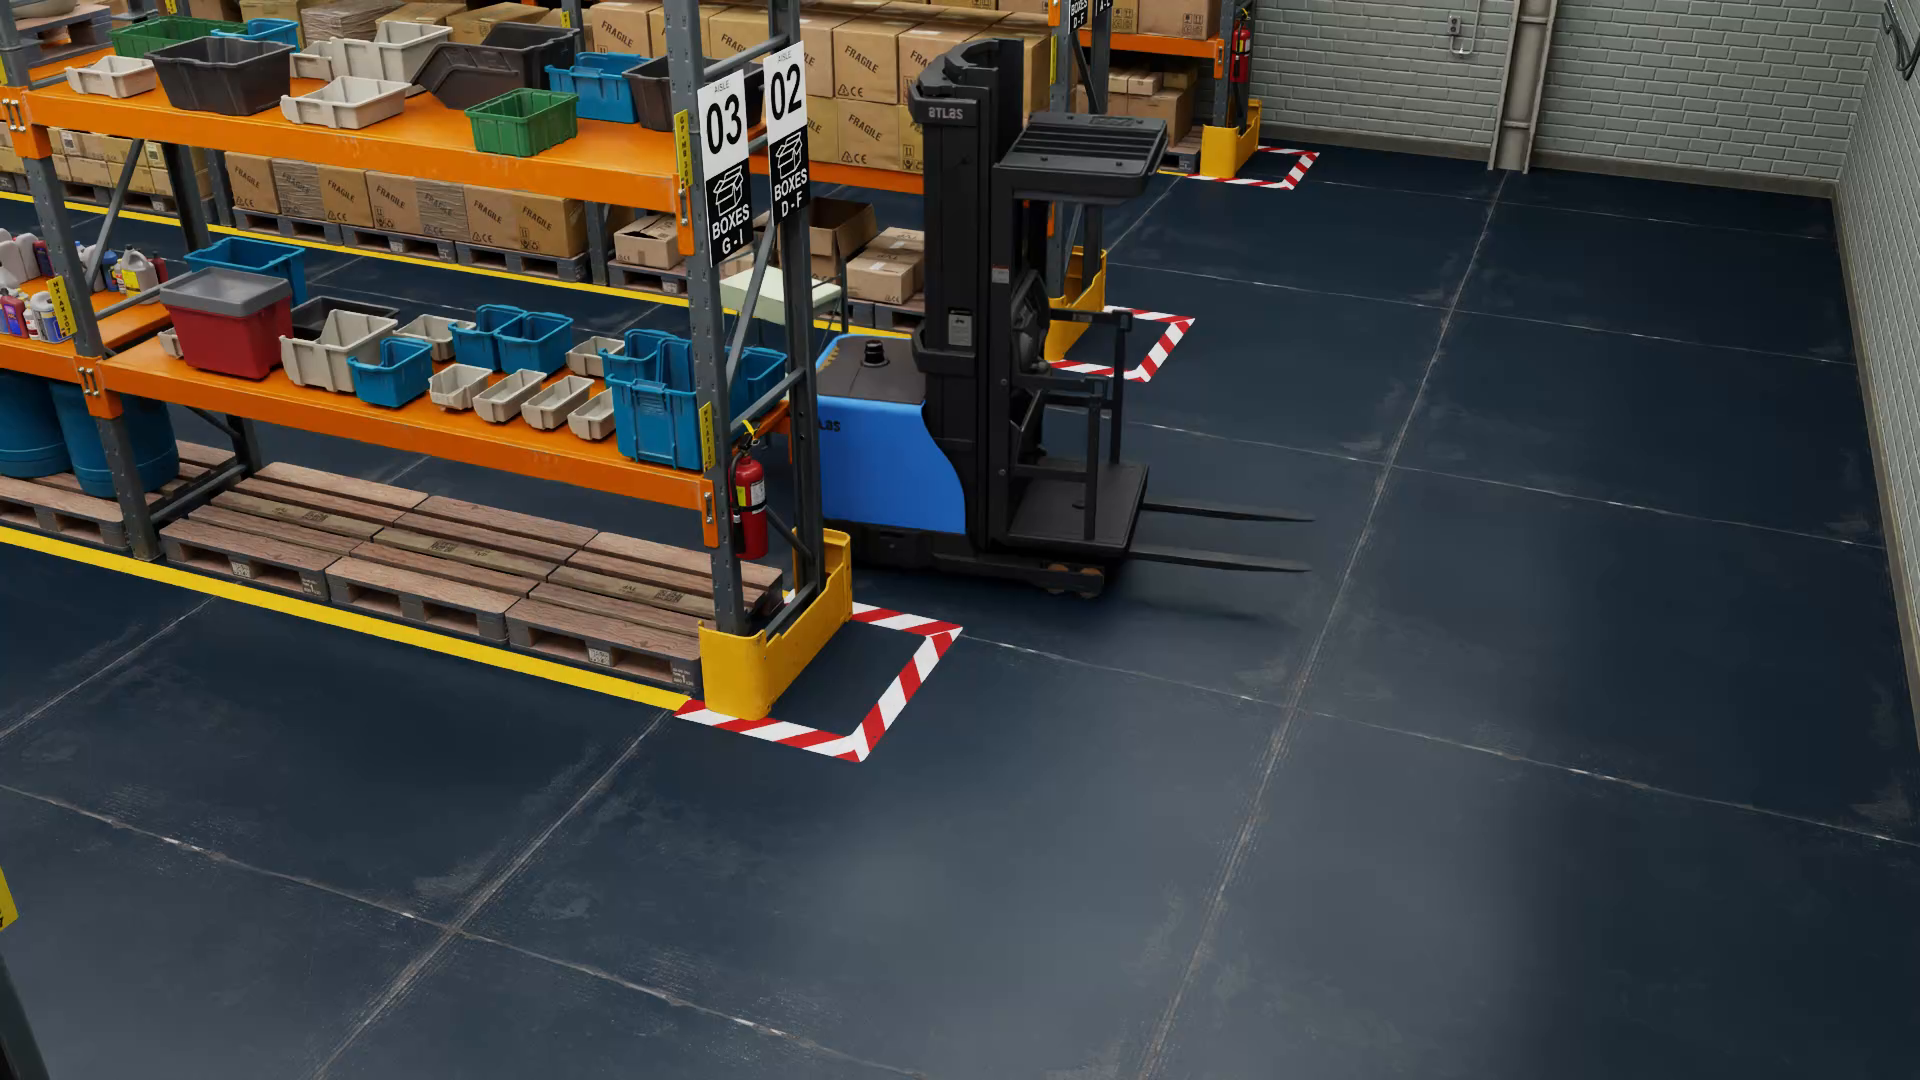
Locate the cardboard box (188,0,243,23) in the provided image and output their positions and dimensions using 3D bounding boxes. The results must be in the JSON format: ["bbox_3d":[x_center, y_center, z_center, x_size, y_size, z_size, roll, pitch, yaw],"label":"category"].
[{"bbox_3d":[-9.364,-6.680,21.024,0.500,0.500,0.500,9,31,15],"label":"cardboard box"}]

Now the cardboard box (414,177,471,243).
[{"bbox_3d":[-4.317,-2.916,14.364,0.500,0.500,0.500,12,32,20],"label":"cardboard box"}]

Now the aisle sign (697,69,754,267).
[{"bbox_3d":[-1.035,-1.650,7.391,0.004,0.787,0.394,11,31,19],"label":"aisle sign"}]

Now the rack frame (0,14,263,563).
[{"bbox_3d":[-4.699,-1.406,9.600,0.127,3.000,1.000,11,31,19],"label":"rack frame"}]

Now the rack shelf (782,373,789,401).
[{"bbox_3d":[-1.117,-0.824,10.758,0.720,0.370,0.431,21,35,32],"label":"rack shelf"}]

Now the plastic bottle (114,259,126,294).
[{"bbox_3d":[-5.115,-1.619,10.179,0.097,0.201,0.097,0,29,0],"label":"plastic bottle"}]

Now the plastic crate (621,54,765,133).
[{"bbox_3d":[-1.244,-2.113,7.935,0.590,0.269,0.497,11,31,19],"label":"plastic crate"}]

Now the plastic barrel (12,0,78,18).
[{"bbox_3d":[-5.092,-3.165,9.099,0.433,0.535,0.433,0,29,0],"label":"plastic barrel"}]

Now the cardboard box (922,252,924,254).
[{"bbox_3d":[0.013,-2.240,13.424,0.500,0.250,0.500,11,31,19],"label":"cardboard box"}]

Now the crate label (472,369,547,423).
[{"bbox_3d":[-2.346,-0.746,8.639,0.243,0.136,0.396,11,31,19],"label":"crate label"}]

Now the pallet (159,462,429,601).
[{"bbox_3d":[-4.003,-0.073,10.076,1.213,0.211,1.003,11,31,19],"label":"pallet"}]

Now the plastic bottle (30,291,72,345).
[{"bbox_3d":[-5.185,-1.277,9.498,0.135,0.276,0.152,11,31,19],"label":"plastic bottle"}]

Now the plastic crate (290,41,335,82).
[{"bbox_3d":[-3.377,-2.535,8.817,0.466,0.136,0.293,11,31,19],"label":"plastic crate"}]

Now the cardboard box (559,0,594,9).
[{"bbox_3d":[-4.048,-5.714,18.980,0.750,0.750,0.750,11,31,18],"label":"cardboard box"}]

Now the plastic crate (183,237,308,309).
[{"bbox_3d":[-4.138,-1.494,9.711,0.575,0.384,0.392,11,31,19],"label":"plastic crate"}]

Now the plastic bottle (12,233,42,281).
[{"bbox_3d":[-5.842,-1.782,10.392,0.135,0.276,0.152,11,31,19],"label":"plastic bottle"}]

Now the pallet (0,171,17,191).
[{"bbox_3d":[-9.548,-3.811,16.689,1.213,0.211,1.003,11,31,19],"label":"pallet"}]

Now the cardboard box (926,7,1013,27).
[{"bbox_3d":[0.074,-3.698,12.537,0.500,0.500,0.500,12,31,20],"label":"cardboard box"}]

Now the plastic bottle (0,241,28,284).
[{"bbox_3d":[-5.899,-1.713,10.269,0.135,0.276,0.152,11,31,19],"label":"plastic bottle"}]

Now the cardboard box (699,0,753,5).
[{"bbox_3d":[-1.791,-4.073,13.201,0.500,0.500,0.500,11,31,18],"label":"cardboard box"}]

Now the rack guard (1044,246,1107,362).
[{"bbox_3d":[0.803,-1.849,12.925,0.348,0.500,1.175,11,31,19],"label":"rack guard"}]

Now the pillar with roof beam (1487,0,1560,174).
[{"bbox_3d":[3.941,-5.726,11.147,0.400,9.000,9.100,11,31,19],"label":"pillar with roof beam"}]

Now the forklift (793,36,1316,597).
[{"bbox_3d":[0.585,-1.234,9.366,3.031,2.935,1.130,6,30,11],"label":"forklift"}]

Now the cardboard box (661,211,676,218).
[{"bbox_3d":[-2.198,-2.791,14.143,0.500,0.500,0.500,11,31,19],"label":"cardboard box"}]

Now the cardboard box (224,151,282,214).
[{"bbox_3d":[-6.225,-3.292,15.031,0.500,0.500,0.500,13,32,21],"label":"cardboard box"}]

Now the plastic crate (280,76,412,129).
[{"bbox_3d":[-3.000,-2.126,8.093,0.530,0.136,0.437,11,31,19],"label":"plastic crate"}]

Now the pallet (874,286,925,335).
[{"bbox_3d":[0.064,-1.870,13.256,1.213,0.211,1.003,11,31,19],"label":"pallet"}]

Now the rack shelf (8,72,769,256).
[{"bbox_3d":[-2.845,-2.028,8.384,4.000,0.370,1.077,11,31,19],"label":"rack shelf"}]

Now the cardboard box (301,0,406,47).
[{"bbox_3d":[-5.138,-4.308,14.207,0.500,0.500,0.700,18,34,28],"label":"cardboard box"}]

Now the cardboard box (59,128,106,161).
[{"bbox_3d":[-8.068,-3.806,15.644,0.500,0.311,0.500,11,31,19],"label":"cardboard box"}]

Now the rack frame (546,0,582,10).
[{"bbox_3d":[-4.680,-6.663,18.901,0.127,3.000,1.000,11,31,19],"label":"rack frame"}]

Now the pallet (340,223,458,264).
[{"bbox_3d":[-4.735,-2.808,14.914,1.213,0.211,1.003,11,31,19],"label":"pallet"}]

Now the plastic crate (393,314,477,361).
[{"bbox_3d":[-2.972,-1.132,9.322,0.466,0.136,0.293,11,31,19],"label":"plastic crate"}]

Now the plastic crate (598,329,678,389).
[{"bbox_3d":[-1.707,-0.936,8.879,0.300,0.233,0.416,11,31,19],"label":"plastic crate"}]

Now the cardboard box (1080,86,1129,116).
[{"bbox_3d":[1.583,-4.454,17.106,0.500,0.500,0.700,11,31,19],"label":"cardboard box"}]

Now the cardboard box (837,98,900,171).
[{"bbox_3d":[-0.586,-3.115,12.522,0.500,0.500,0.500,12,31,20],"label":"cardboard box"}]

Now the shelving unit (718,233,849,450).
[{"bbox_3d":[-1.117,-1.108,10.597,0.755,1.500,0.431,21,35,32],"label":"shelving unit"}]

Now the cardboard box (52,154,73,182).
[{"bbox_3d":[-8.540,-3.657,15.951,0.500,0.250,0.500,12,32,20],"label":"cardboard box"}]

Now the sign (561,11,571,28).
[{"bbox_3d":[-3.038,-3.914,12.860,0.005,0.325,0.100,11,31,19],"label":"sign"}]

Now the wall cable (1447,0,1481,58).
[{"bbox_3d":[4.275,-5.819,16.376,1.851,1.984,0.084,11,31,19],"label":"wall cable"}]

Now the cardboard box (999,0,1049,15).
[{"bbox_3d":[0.875,-5.678,16.853,0.700,0.700,0.980,10,31,17],"label":"cardboard box"}]

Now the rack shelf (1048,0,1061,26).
[{"bbox_3d":[-0.979,-4.286,12.379,4.000,0.370,1.077,11,31,19],"label":"rack shelf"}]

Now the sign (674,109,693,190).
[{"bbox_3d":[-1.184,-1.672,7.129,0.005,0.325,0.100,11,31,19],"label":"sign"}]

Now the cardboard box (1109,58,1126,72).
[{"bbox_3d":[1.536,-4.852,17.151,0.250,0.149,0.380,12,31,20],"label":"cardboard box"}]

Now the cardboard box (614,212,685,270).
[{"bbox_3d":[-2.525,-2.508,13.836,0.500,0.311,0.500,11,31,19],"label":"cardboard box"}]

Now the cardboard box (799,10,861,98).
[{"bbox_3d":[-1.069,-3.641,12.437,0.500,0.500,0.500,12,32,21],"label":"cardboard box"}]
